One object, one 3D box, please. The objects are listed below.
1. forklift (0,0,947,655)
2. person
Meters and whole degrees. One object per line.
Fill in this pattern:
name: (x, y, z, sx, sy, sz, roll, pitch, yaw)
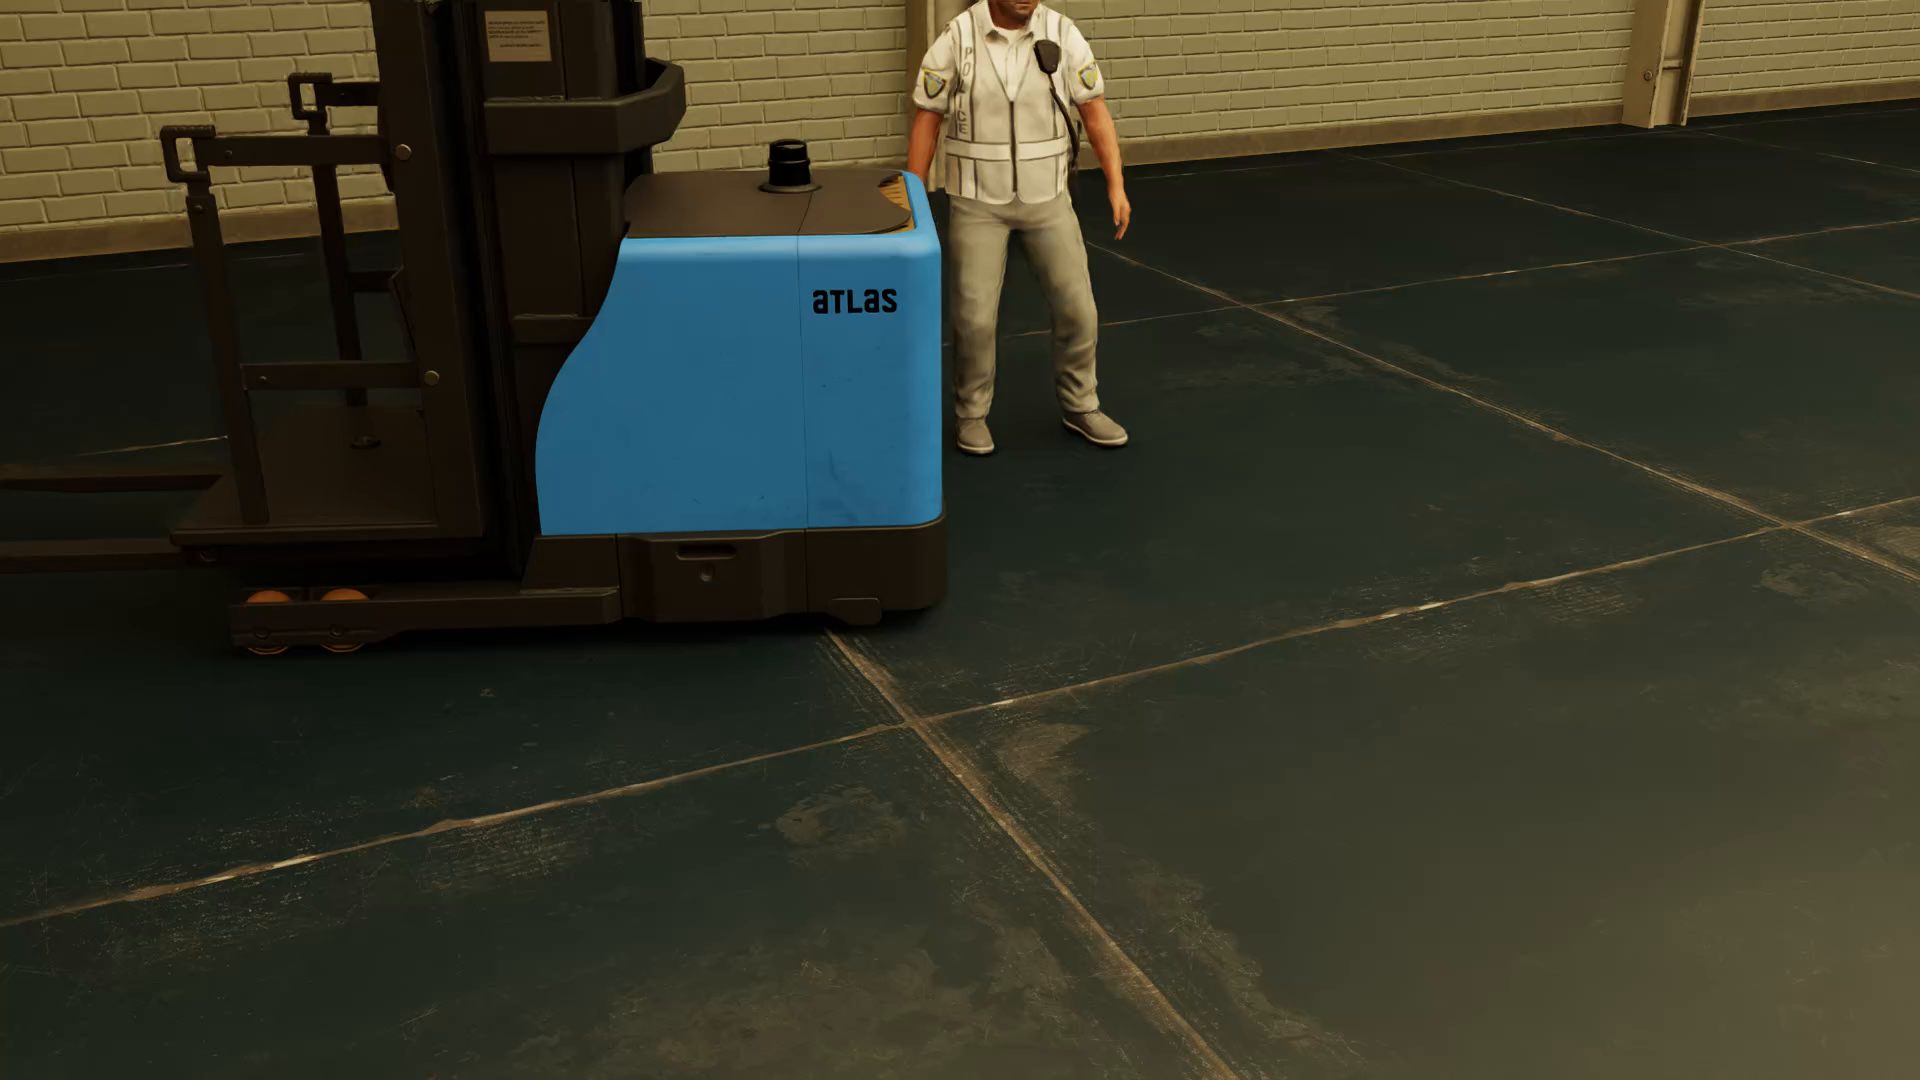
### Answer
forklift: (-1.577, -1.261, 4.321, 3.031, 2.935, 1.130, -2, 23, -4)
person: (0.196, -1.162, 5.654, 0.790, 1.728, 0.384, -2, 23, -5)
